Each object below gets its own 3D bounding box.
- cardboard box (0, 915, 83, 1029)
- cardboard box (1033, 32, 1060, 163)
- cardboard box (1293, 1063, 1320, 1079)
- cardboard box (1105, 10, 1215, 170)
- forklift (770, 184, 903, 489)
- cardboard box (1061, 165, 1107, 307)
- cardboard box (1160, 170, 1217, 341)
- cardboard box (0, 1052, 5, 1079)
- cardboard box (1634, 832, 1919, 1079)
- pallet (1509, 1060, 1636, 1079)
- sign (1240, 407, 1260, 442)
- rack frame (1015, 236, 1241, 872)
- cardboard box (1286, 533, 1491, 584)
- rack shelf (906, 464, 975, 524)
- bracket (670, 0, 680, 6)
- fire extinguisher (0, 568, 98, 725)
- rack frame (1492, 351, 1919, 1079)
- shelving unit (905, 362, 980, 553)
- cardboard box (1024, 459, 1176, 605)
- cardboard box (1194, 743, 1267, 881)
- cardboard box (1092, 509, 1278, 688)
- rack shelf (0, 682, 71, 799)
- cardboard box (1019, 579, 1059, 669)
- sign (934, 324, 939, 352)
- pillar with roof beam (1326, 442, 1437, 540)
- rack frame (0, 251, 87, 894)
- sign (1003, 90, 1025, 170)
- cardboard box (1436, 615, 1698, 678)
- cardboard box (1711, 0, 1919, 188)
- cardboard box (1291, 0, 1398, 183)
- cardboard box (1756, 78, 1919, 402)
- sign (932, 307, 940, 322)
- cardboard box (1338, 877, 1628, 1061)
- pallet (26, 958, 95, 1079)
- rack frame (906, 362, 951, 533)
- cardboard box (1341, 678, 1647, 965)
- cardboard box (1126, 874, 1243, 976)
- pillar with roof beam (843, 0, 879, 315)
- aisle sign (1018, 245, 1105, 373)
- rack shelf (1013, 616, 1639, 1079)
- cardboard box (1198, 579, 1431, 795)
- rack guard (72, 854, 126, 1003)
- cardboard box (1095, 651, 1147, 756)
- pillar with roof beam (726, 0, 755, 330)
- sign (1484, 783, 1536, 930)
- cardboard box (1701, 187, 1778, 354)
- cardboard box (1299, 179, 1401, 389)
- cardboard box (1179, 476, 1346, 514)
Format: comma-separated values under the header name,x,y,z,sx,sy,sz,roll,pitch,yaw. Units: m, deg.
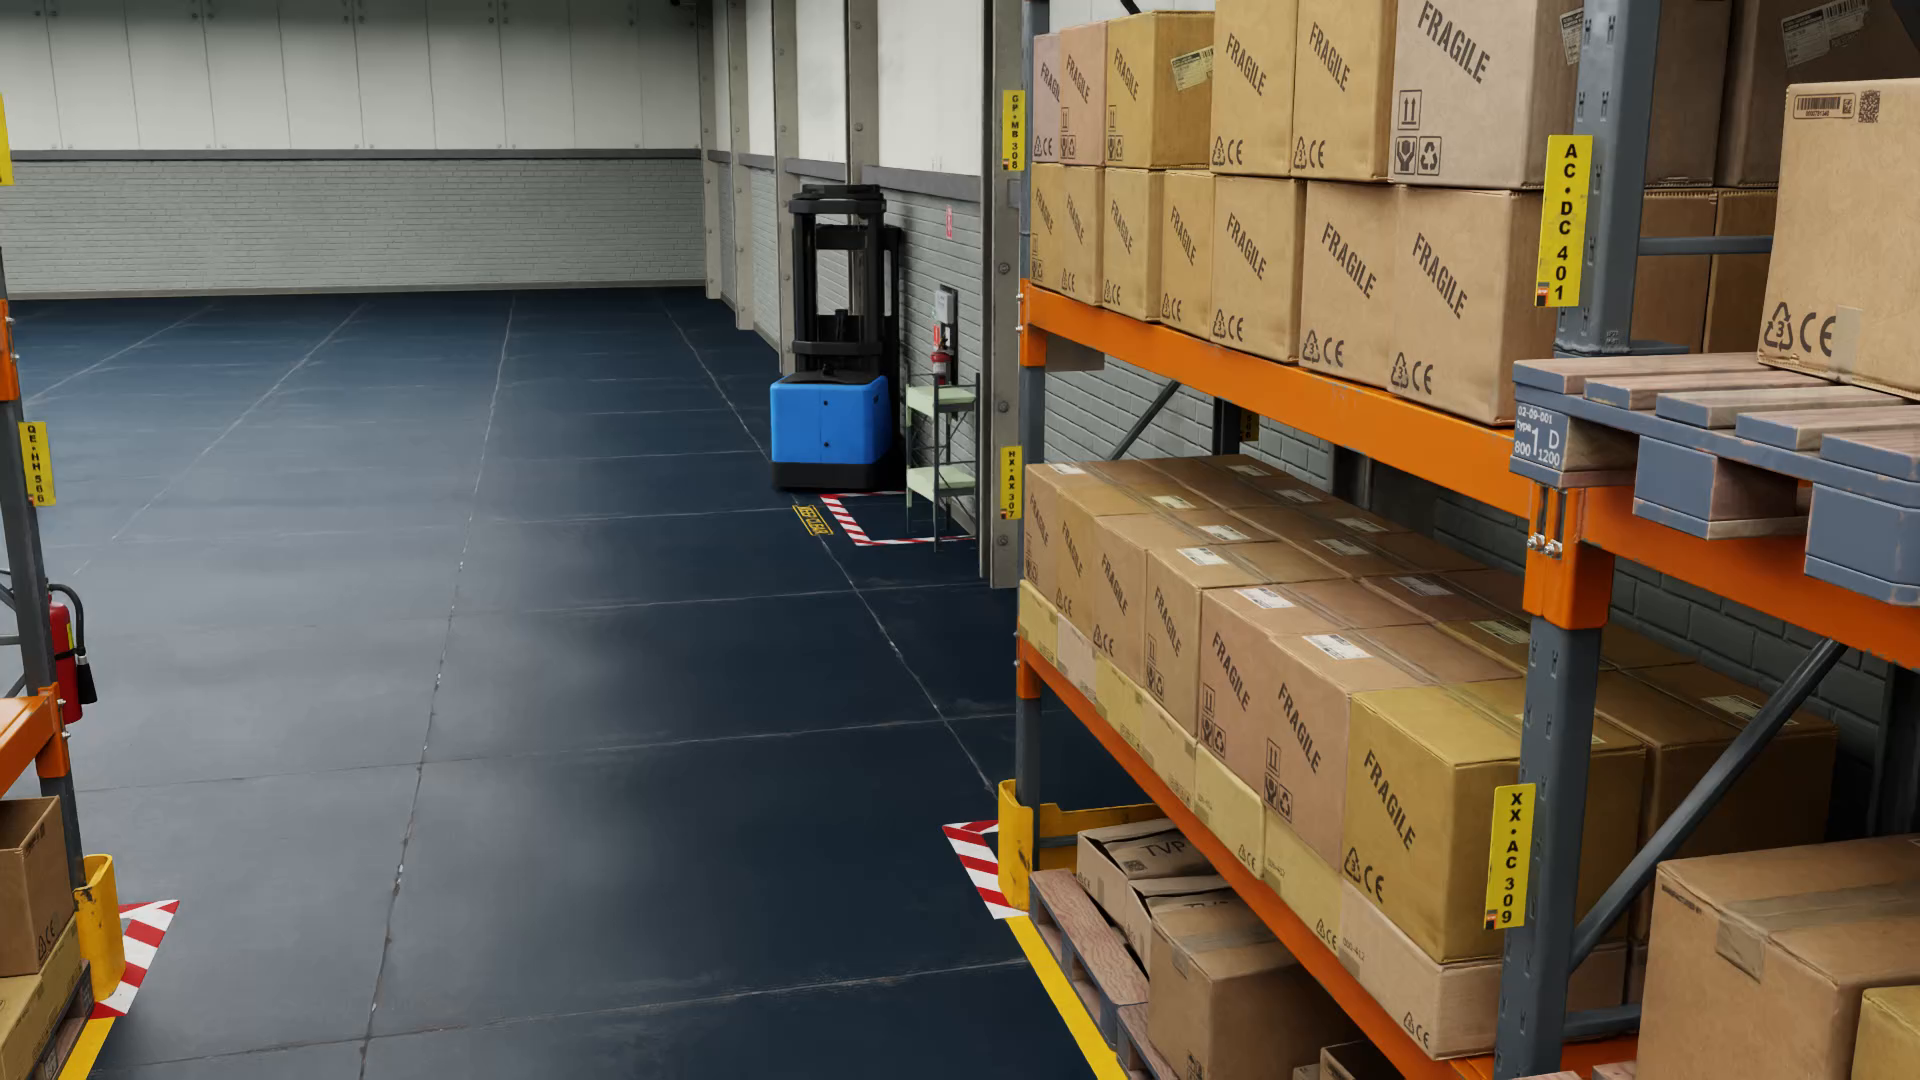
name,x,y,z,sx,sy,sz,roll,pitch,yaw
cardboard box,-3.645,1.654,6.244,0.500,0.250,0.500,-3,14,-13
cardboard box,0.611,-1.760,6.632,0.500,0.500,0.500,-4,14,-17
cardboard box,1.339,1.862,5.564,0.380,0.149,0.250,-4,14,-18
cardboard box,0.810,-1.524,5.665,0.500,0.500,0.500,-3,14,-12
forklift,-1.128,-2.219,17.335,1.130,2.935,3.031,2,14,8
cardboard box,0.683,-1.160,6.281,0.500,0.500,0.500,-2,14,-9
cardboard box,0.955,-0.918,5.291,0.500,0.500,0.500,-2,14,-10
cardboard box,-3.397,1.884,5.303,0.500,0.250,0.500,-3,14,-13
cardboard box,1.782,0.918,3.210,0.700,0.500,0.500,-3,14,-13
pallet,1.734,1.339,3.031,1.003,0.211,1.213,-3,14,-13
sign,1.300,-0.604,7.473,0.100,0.325,0.005,-3,14,-13
rack frame,0.756,0.139,7.540,1.000,3.000,0.127,-3,14,-13
cardboard box,1.426,0.286,5.629,0.500,0.500,0.500,-3,14,-12
rack shelf,-0.149,-0.407,14.306,0.431,0.370,0.720,-5,15,-19
bracket,-6.283,-11.955,36.813,0.235,0.232,0.430,-3,14,-13
fire extinguisher,-3.634,0.400,6.633,0.296,0.674,0.183,-3,14,-13
rack frame,1.696,1.061,3.763,1.000,3.000,0.127,-3,14,-13
shelving unit,-0.149,-0.724,14.229,0.431,1.500,0.755,-5,15,-19
cardboard box,0.576,-0.036,6.947,0.500,0.500,0.500,-3,14,-13
cardboard box,1.048,0.801,5.100,0.500,0.250,0.500,-3,14,-13
cardboard box,0.798,0.198,5.989,0.500,0.500,0.500,-4,14,-15
rack shelf,-3.588,1.226,4.603,1.077,0.370,4.000,-3,14,-13
cardboard box,0.562,0.332,7.022,0.500,0.250,0.500,-4,14,-15
sign,-0.221,-1.855,15.625,0.001,0.329,0.234,-3,14,-13
pillar with roof beam,-2.423,-2.423,5.382,9.100,9.000,0.400,-3,14,-13
rack frame,-4.058,0.415,6.406,1.000,3.000,0.127,-3,14,-13
sign,0.229,-1.713,6.956,0.100,0.325,0.005,-3,14,-13
cardboard box,1.670,0.521,4.670,0.500,0.500,0.500,-3,14,-13
cardboard box,1.858,-1.069,3.802,0.500,0.500,0.500,-3,14,-12
cardboard box,1.175,-1.167,4.203,0.500,0.500,0.500,-3,14,-10
cardboard box,1.746,-0.518,2.811,0.500,0.500,0.500,-1,14,-5
sign,-0.228,-2.111,15.556,0.001,0.109,0.331,-3,14,-13
cardboard box,1.290,1.032,4.156,0.500,0.250,0.500,-3,14,-13
pallet,-3.838,1.944,6.024,1.003,0.211,1.213,-3,14,-13
rack frame,-0.274,-0.805,14.563,0.400,1.500,0.023,-5,15,-19
cardboard box,1.284,0.668,4.065,0.500,0.500,0.500,-3,14,-13
cardboard box,0.965,1.527,6.595,0.500,0.311,0.500,-2,14,-9
pillar with roof beam,-5.241,-5.191,16.713,9.100,9.000,0.400,-3,14,-13
aisle sign,0.448,-1.124,7.231,0.394,0.787,0.004,-3,14,-13
rack shelf,1.226,0.949,5.737,1.077,0.370,4.000,-3,14,-13
cardboard box,1.053,0.437,5.013,0.500,0.500,0.500,-4,14,-15
rack guard,-4.064,1.624,6.725,1.175,0.500,0.348,-3,14,-13
cardboard box,0.812,0.569,6.053,0.500,0.250,0.500,-4,14,-14
pillar with roof beam,-8.060,-7.959,28.044,9.100,9.000,0.400,-3,14,-13
sign,1.170,0.673,3.529,0.100,0.325,0.005,-3,14,-13
cardboard box,1.826,-0.581,3.913,0.500,0.500,0.500,-3,14,-11
cardboard box,1.230,-0.674,4.293,0.500,0.500,0.500,-5,14,-18
cardboard box,1.182,0.051,6.592,0.500,0.500,0.500,-3,14,-12
